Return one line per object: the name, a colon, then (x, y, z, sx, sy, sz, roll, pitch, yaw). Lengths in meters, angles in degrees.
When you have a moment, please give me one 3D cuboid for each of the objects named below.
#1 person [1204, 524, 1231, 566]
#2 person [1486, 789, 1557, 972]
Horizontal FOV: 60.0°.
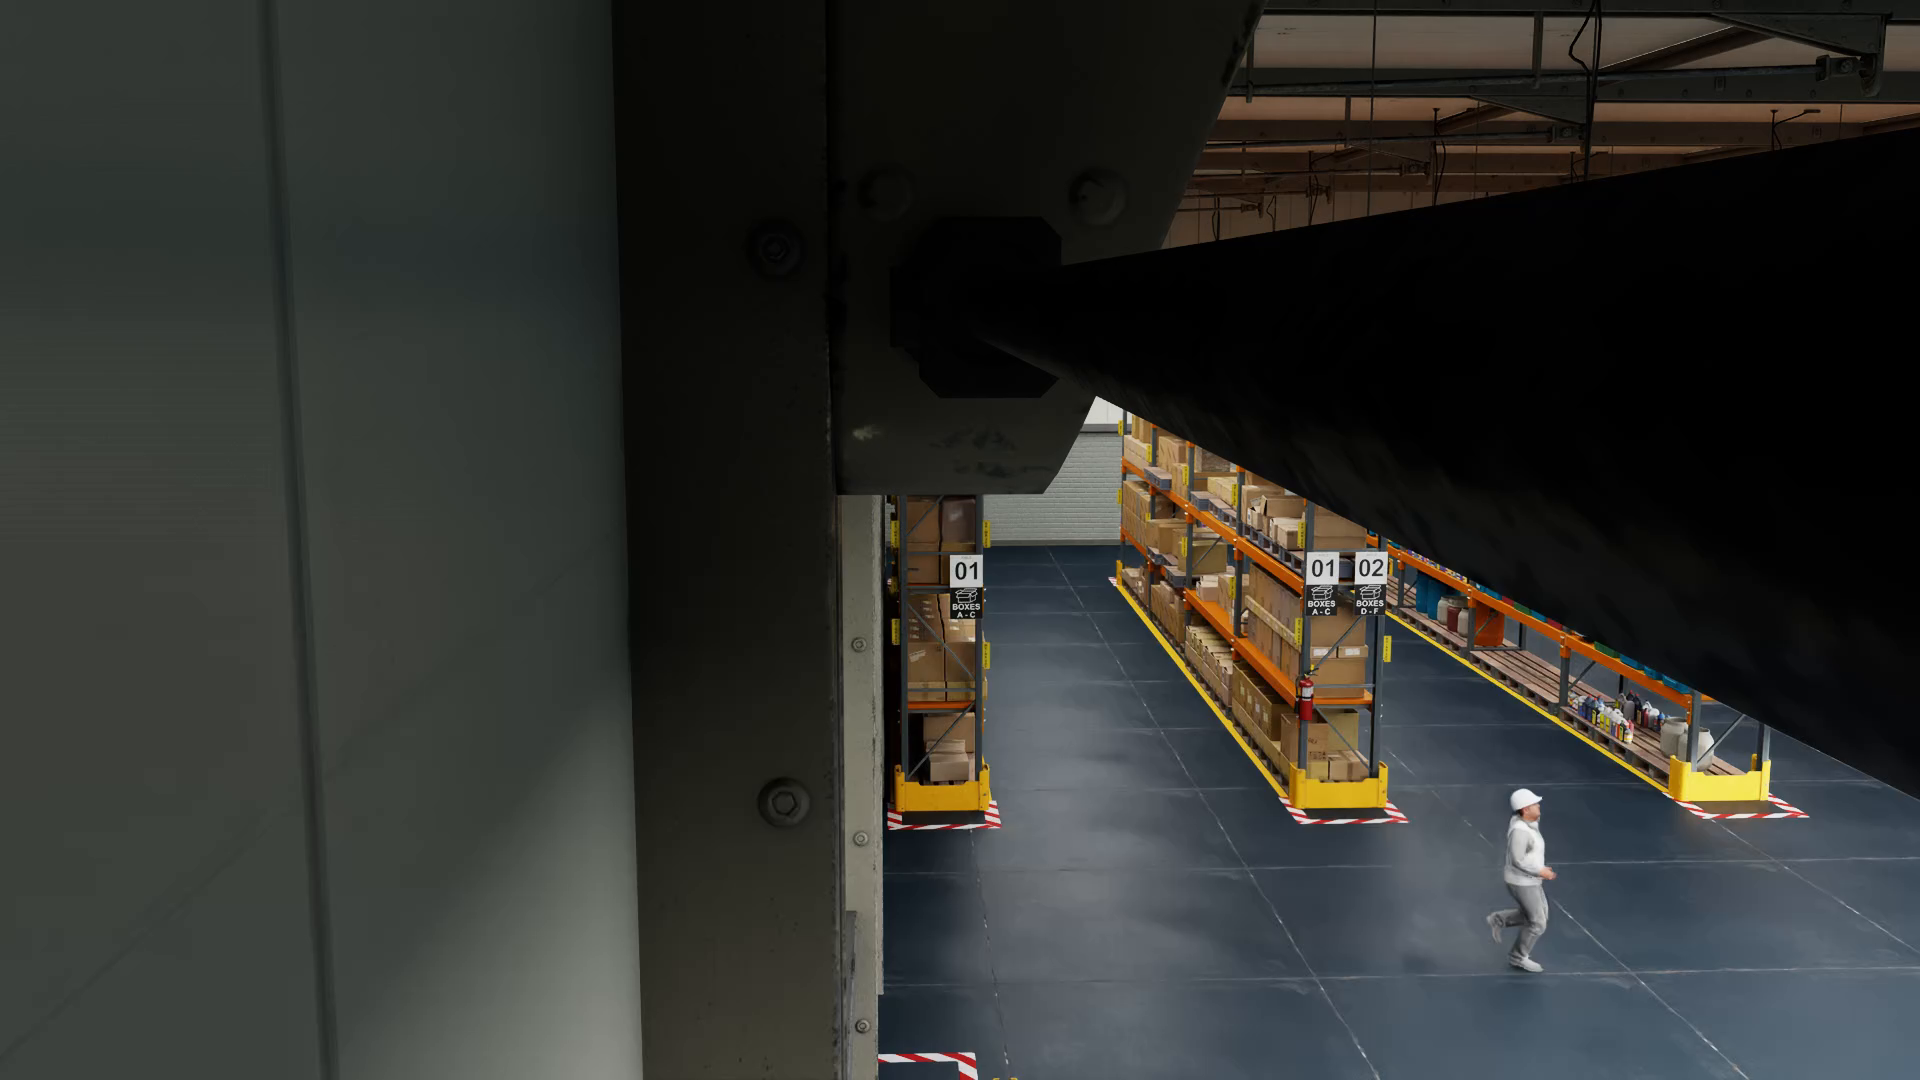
person: (5.659, 0.042, 36.704, 0.912, 1.748, 0.727, 7, 11, 39)
person: (5.301, 3.190, 15.683, 0.607, 1.735, 0.691, 3, 9, 20)
